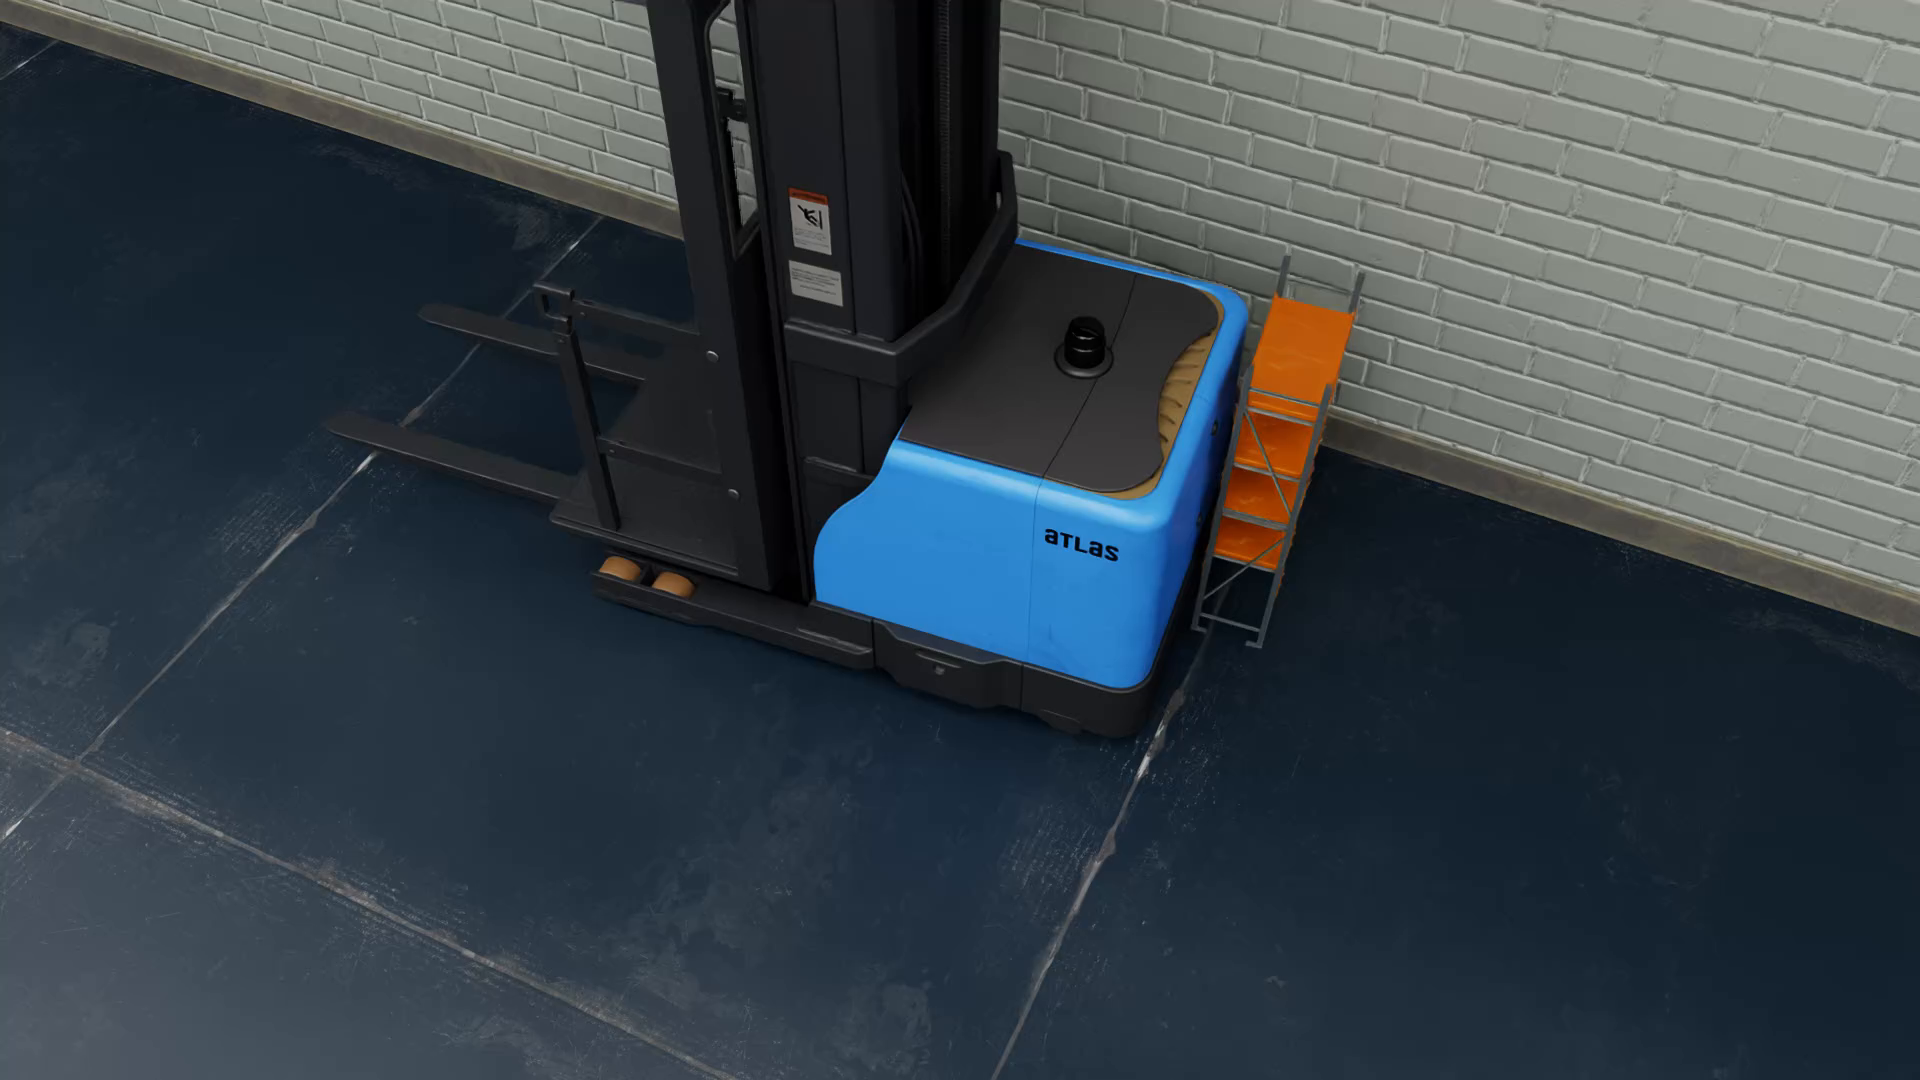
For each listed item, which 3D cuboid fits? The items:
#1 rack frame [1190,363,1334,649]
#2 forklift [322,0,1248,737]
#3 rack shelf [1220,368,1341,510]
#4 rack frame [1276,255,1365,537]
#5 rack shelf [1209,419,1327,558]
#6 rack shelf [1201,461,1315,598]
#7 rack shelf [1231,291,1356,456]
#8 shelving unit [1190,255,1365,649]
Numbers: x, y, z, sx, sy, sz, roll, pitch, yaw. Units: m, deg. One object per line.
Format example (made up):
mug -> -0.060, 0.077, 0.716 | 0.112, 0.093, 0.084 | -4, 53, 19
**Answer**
rack frame -> 0.890, -0.065, 5.013 | 0.240, 1.200, 0.015 | 16, 51, 11
forklift -> -0.694, -1.045, 4.715 | 3.031, 2.935, 1.130 | 16, 51, 13
rack shelf -> 0.973, -0.341, 5.042 | 0.258, 0.148, 0.480 | 16, 51, 11
rack frame -> 1.050, -0.416, 5.312 | 0.240, 1.200, 0.015 | 16, 51, 11
rack shelf -> 0.968, -0.197, 5.214 | 0.258, 0.148, 0.480 | 16, 51, 11
rack shelf -> 0.964, -0.070, 5.366 | 0.258, 0.148, 0.480 | 16, 51, 11
rack shelf -> 0.979, -0.492, 4.861 | 0.258, 0.148, 0.480 | 16, 51, 11
shelving unit -> 0.970, -0.240, 5.162 | 0.258, 1.200, 0.503 | 16, 51, 11
